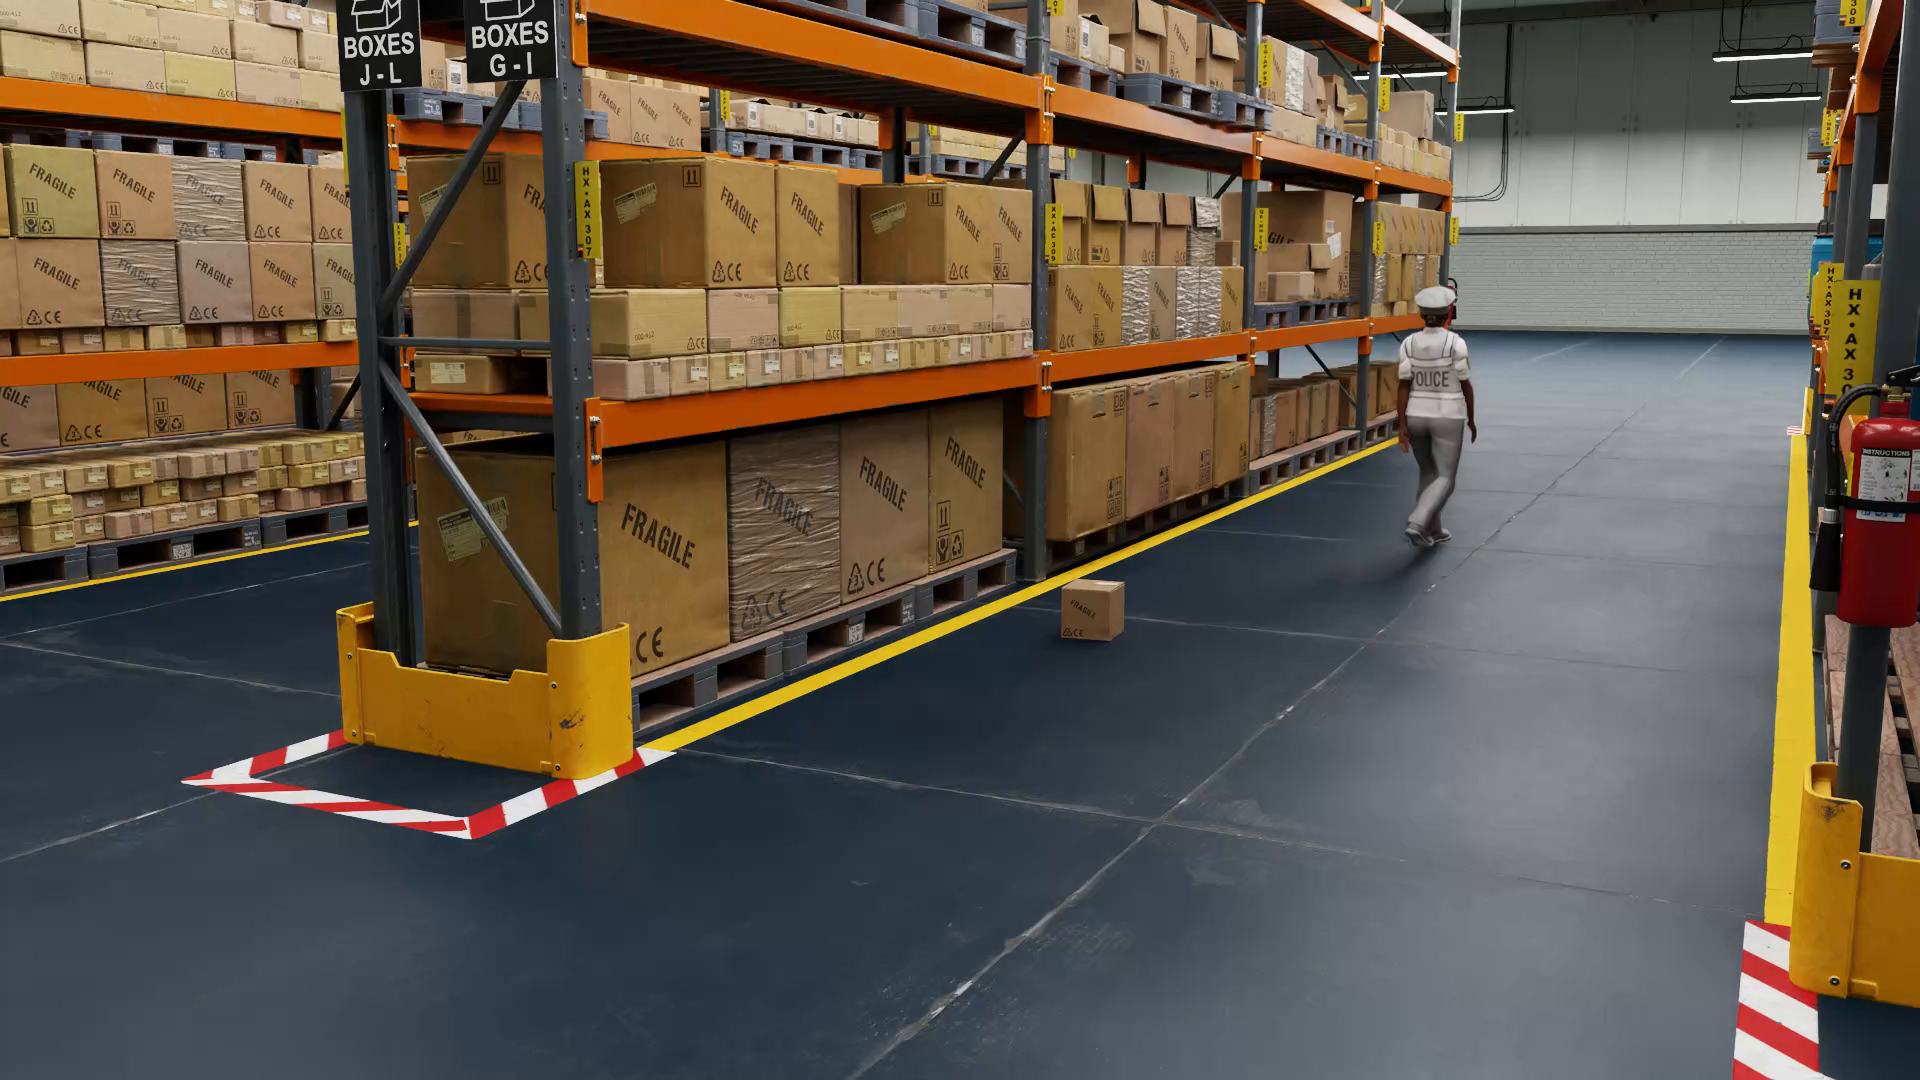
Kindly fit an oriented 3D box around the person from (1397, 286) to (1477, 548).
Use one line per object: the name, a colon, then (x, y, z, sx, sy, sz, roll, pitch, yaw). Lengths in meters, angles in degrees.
person: (2.968, -0.756, 10.412, 0.438, 1.651, 0.928, 8, 12, 40)
